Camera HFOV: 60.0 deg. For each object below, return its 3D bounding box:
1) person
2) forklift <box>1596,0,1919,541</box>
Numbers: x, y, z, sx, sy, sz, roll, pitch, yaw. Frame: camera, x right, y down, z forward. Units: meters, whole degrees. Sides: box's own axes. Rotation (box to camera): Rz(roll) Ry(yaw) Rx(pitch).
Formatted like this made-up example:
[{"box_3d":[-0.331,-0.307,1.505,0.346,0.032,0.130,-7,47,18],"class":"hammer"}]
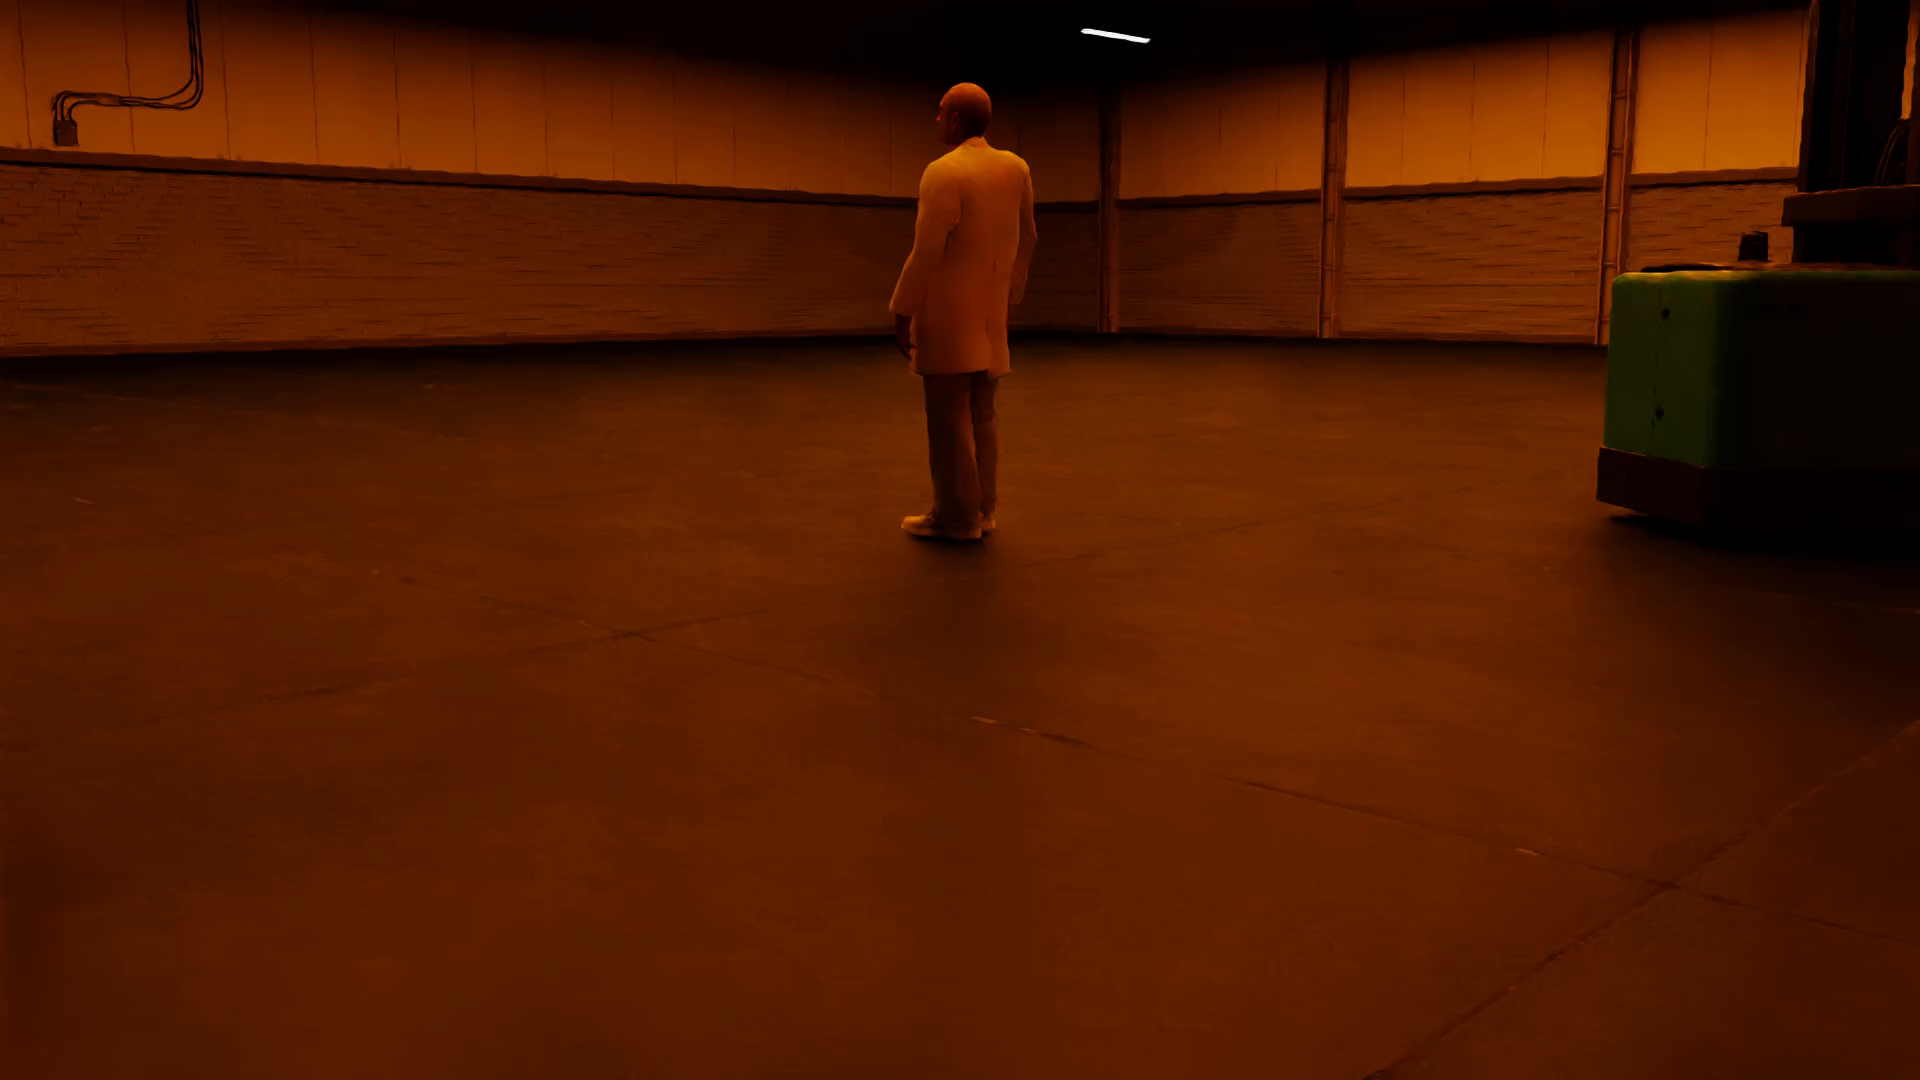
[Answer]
[{"box_3d":[-0.062,-0.896,6.650,0.579,1.776,0.694,8,12,43],"class":"person"},{"box_3d":[4.383,-1.509,6.897,3.031,2.935,1.130,-1,9,-5],"class":"forklift"}]
